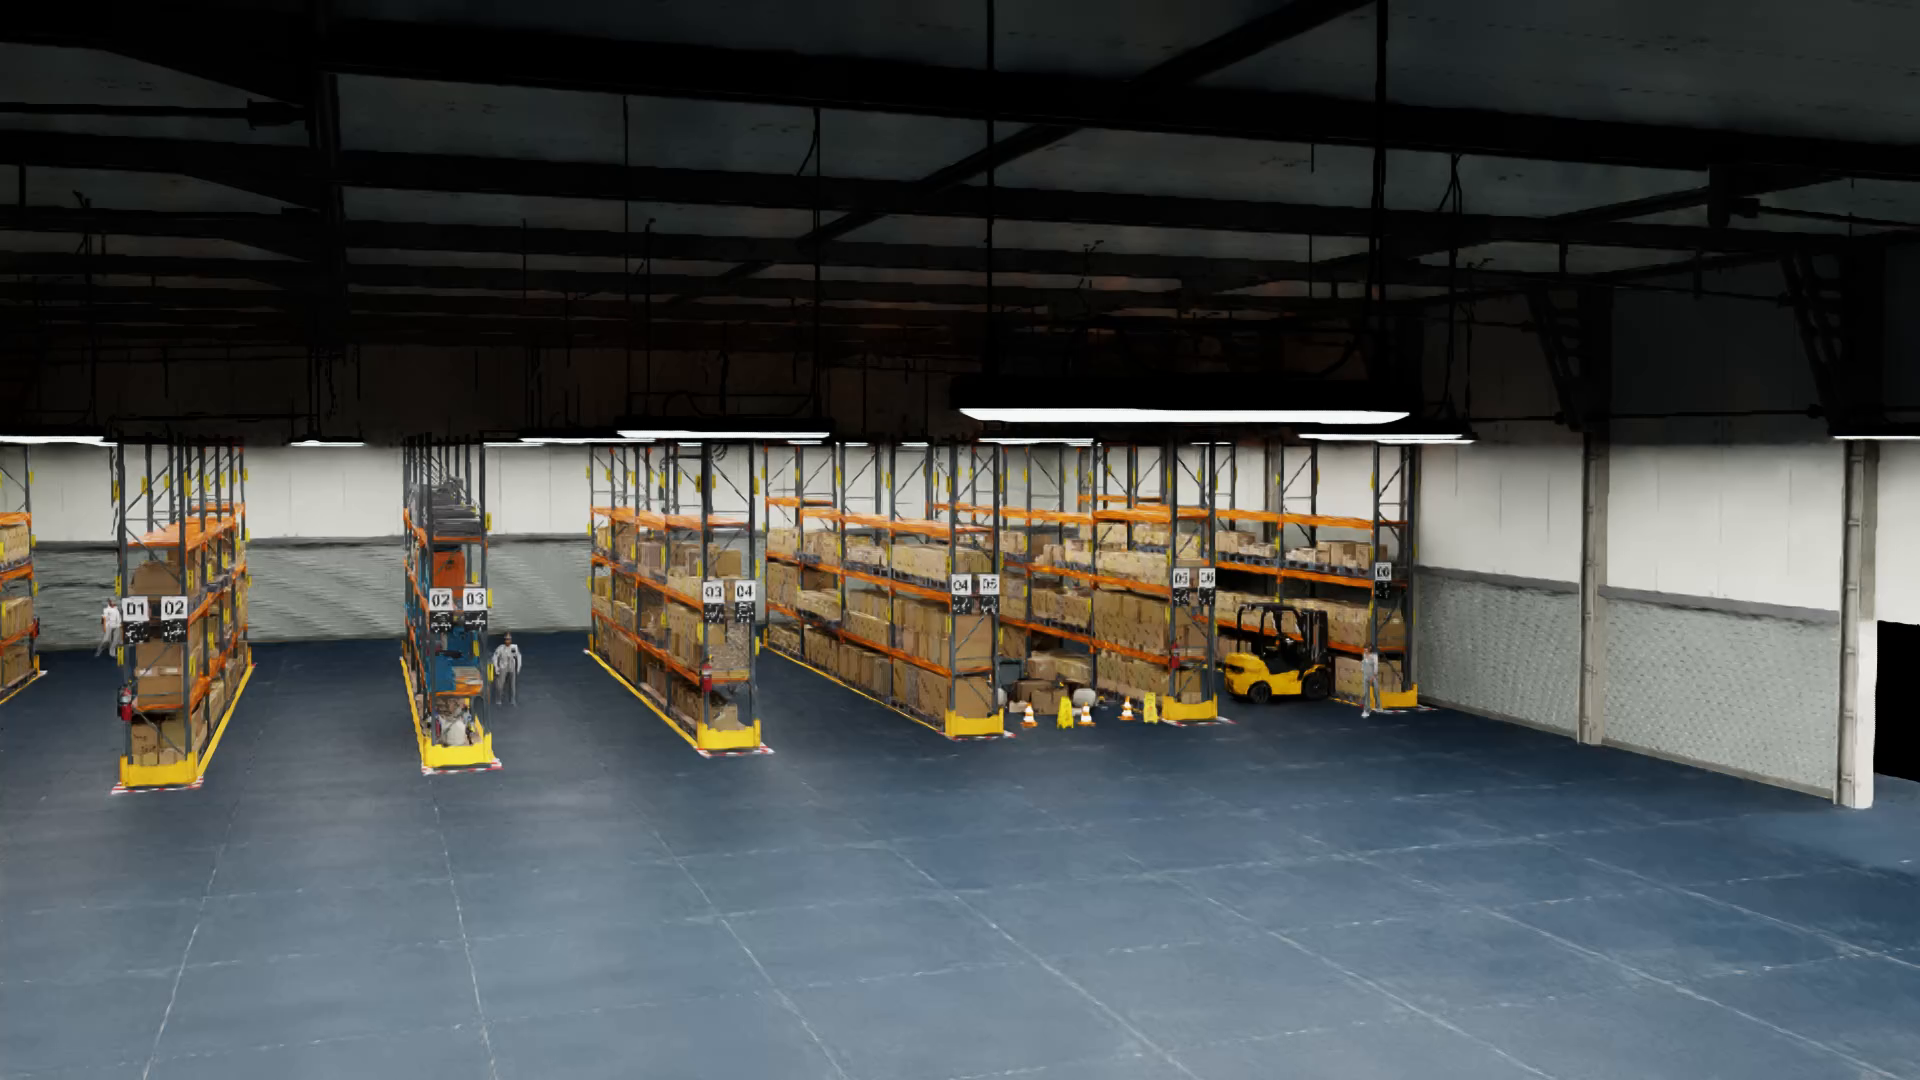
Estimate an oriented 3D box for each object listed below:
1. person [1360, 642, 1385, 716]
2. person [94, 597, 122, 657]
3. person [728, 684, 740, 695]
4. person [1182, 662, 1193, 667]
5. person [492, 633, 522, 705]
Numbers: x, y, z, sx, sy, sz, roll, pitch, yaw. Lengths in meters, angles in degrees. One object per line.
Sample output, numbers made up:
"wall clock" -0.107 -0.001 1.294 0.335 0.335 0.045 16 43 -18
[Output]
"person" 8.814 2.960 35.584 0.444 1.586 0.638 3 4 42
"person" -23.279 2.384 45.412 0.536 1.650 0.668 2 4 29
"person" -5.221 2.768 38.387 0.508 1.655 0.423 3 4 42
"person" 5.267 2.716 38.883 0.569 1.668 0.563 1 3 13
"person" -10.070 2.871 36.984 0.639 1.620 0.506 -1 3 -22
